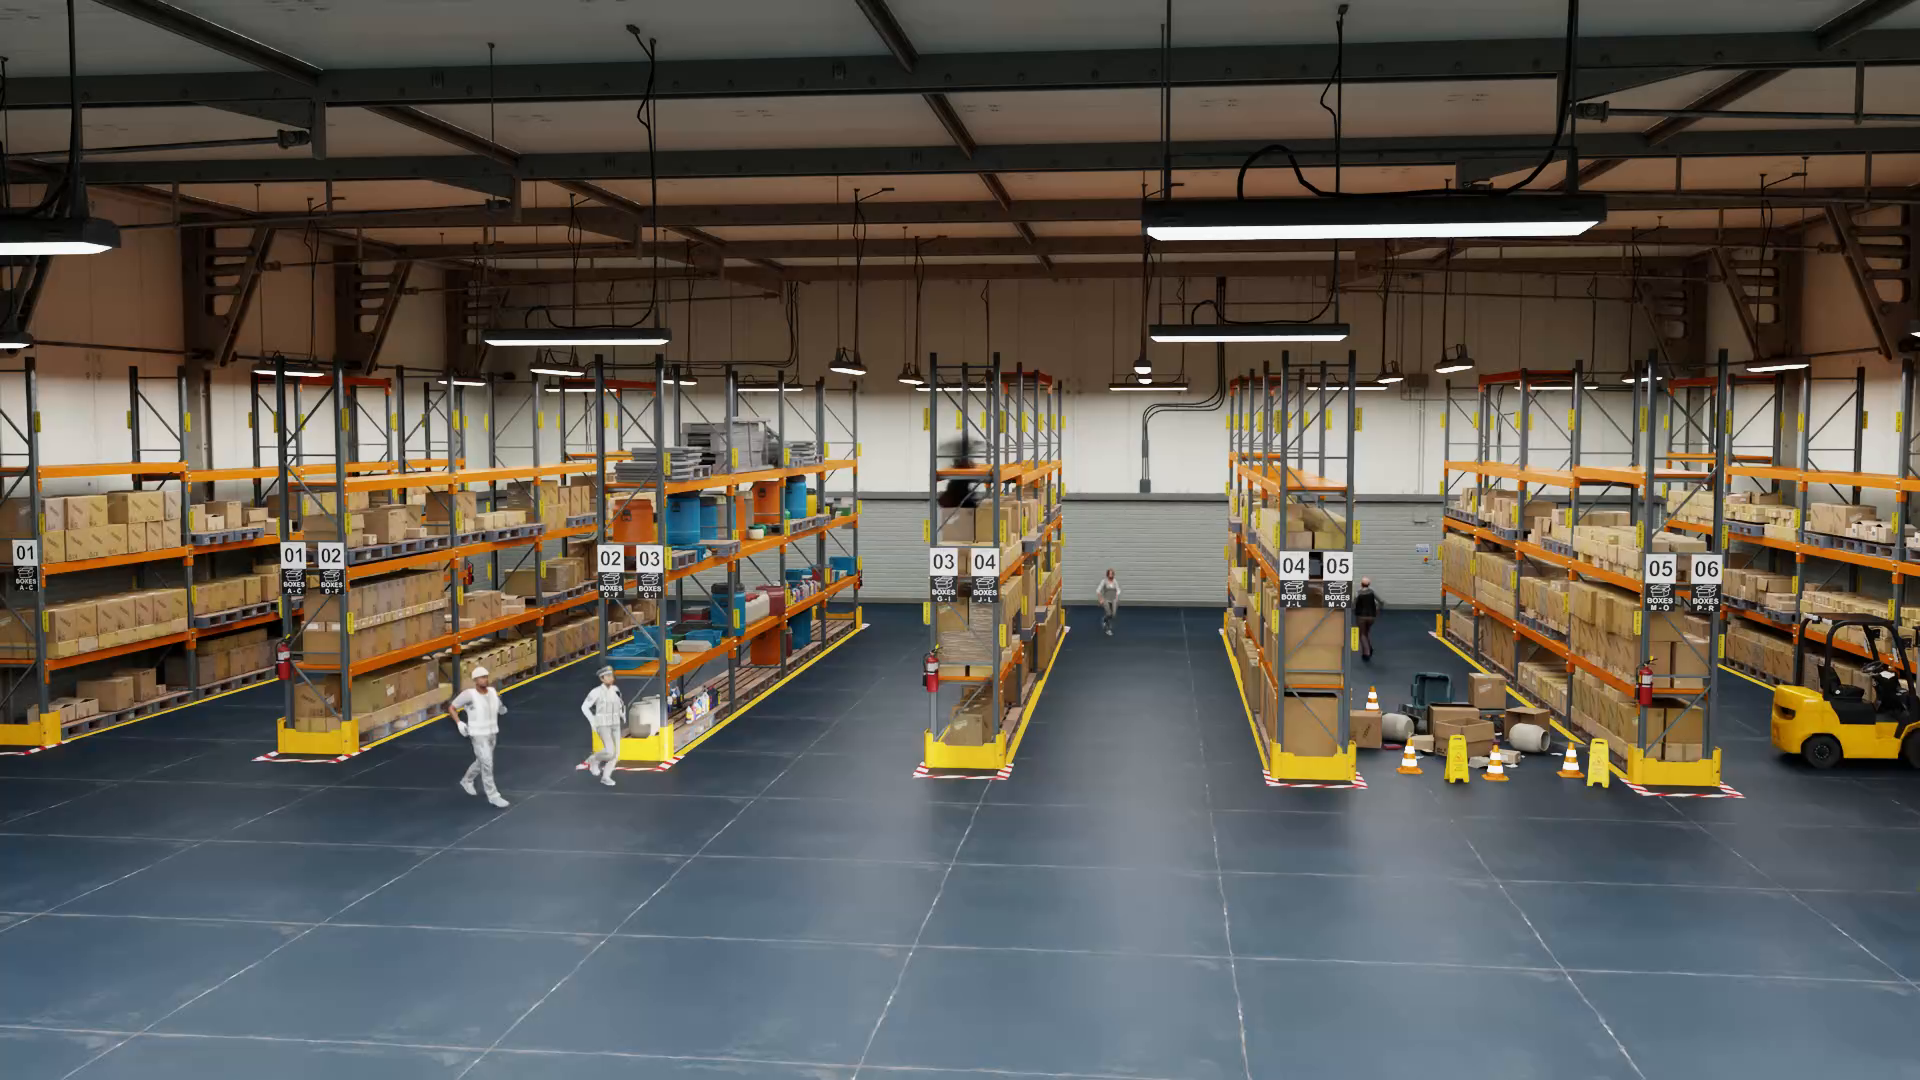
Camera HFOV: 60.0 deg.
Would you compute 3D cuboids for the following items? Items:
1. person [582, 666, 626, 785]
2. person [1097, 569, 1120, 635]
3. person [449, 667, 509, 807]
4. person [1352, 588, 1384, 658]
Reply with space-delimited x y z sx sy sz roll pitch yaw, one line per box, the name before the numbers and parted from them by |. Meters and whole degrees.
person | -4.859 2.559 22.960 0.551 1.654 0.623 4 6 43
person | 3.520 1.462 39.189 0.547 1.550 0.552 -1 4 -15
person | -6.239 2.542 21.742 0.988 1.777 0.680 2 5 29
person | 8.575 1.762 35.162 0.628 1.531 0.653 -1 4 -10
